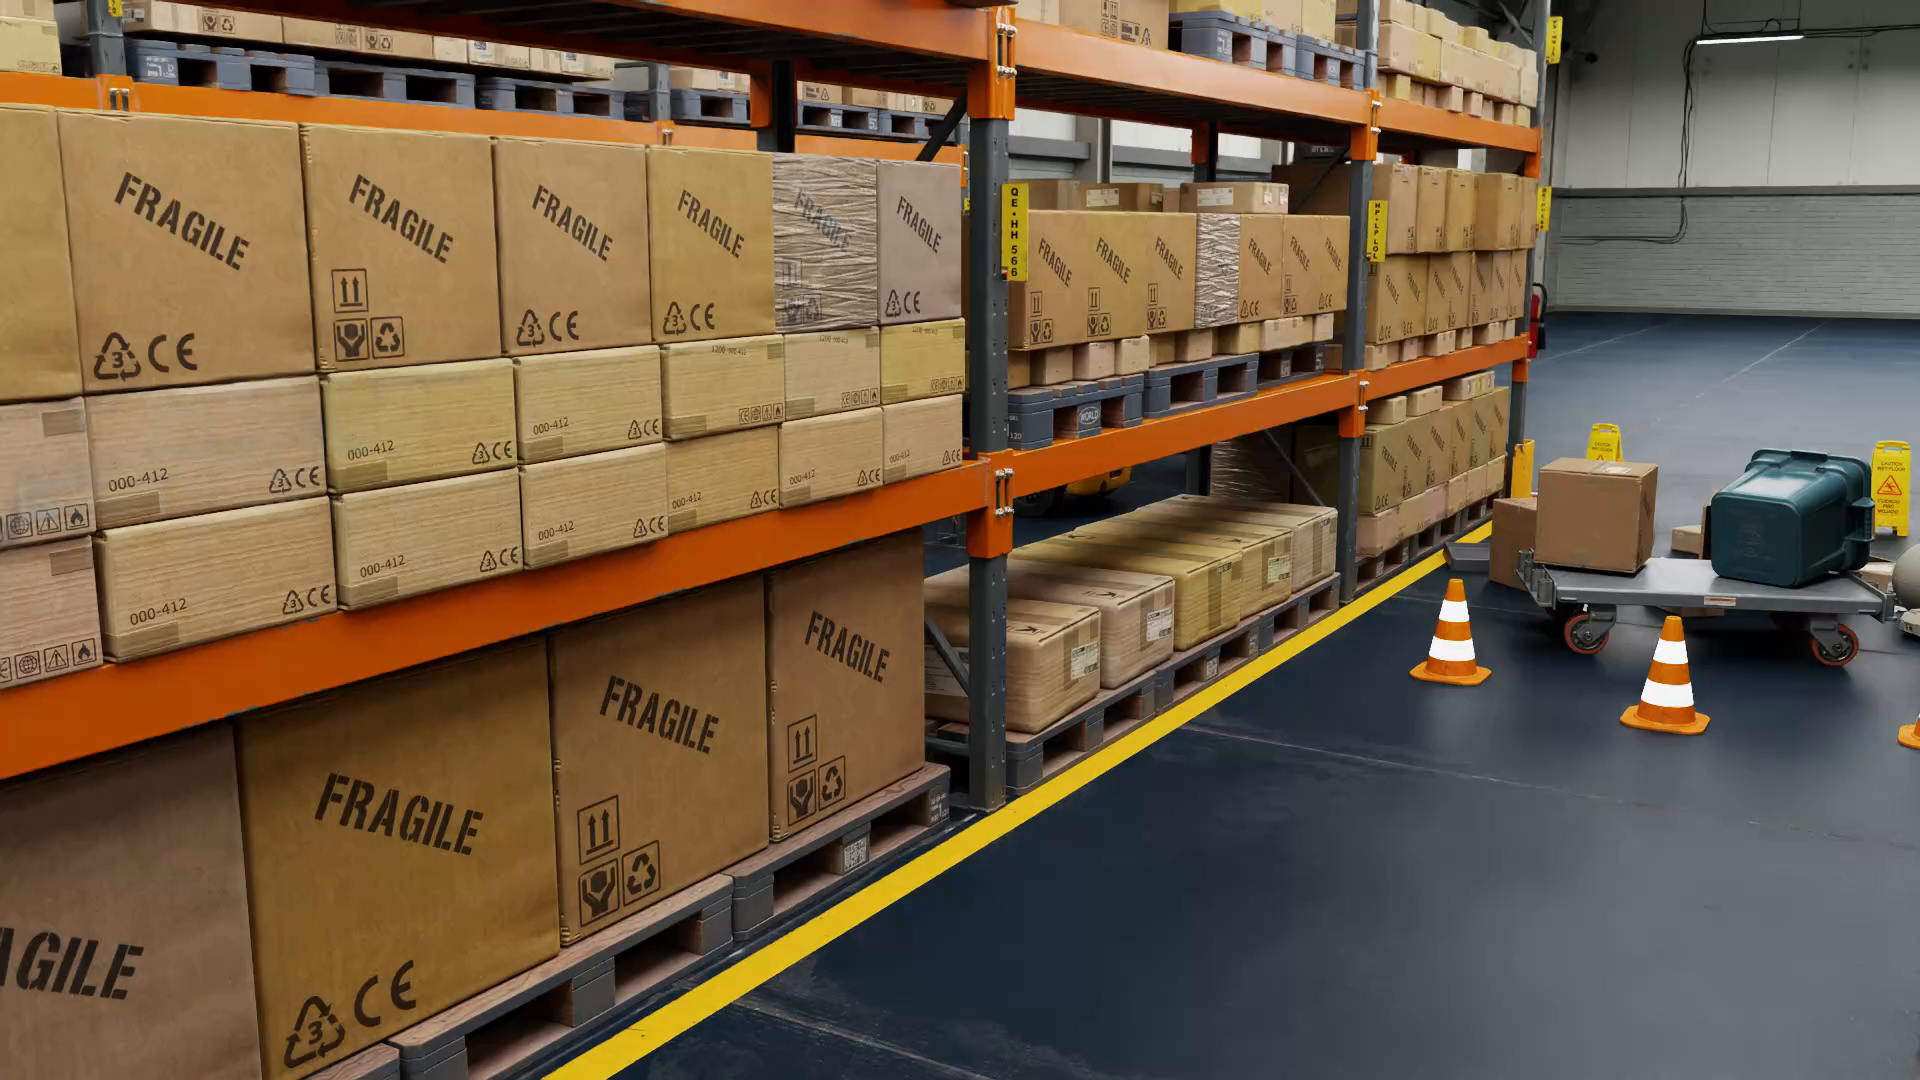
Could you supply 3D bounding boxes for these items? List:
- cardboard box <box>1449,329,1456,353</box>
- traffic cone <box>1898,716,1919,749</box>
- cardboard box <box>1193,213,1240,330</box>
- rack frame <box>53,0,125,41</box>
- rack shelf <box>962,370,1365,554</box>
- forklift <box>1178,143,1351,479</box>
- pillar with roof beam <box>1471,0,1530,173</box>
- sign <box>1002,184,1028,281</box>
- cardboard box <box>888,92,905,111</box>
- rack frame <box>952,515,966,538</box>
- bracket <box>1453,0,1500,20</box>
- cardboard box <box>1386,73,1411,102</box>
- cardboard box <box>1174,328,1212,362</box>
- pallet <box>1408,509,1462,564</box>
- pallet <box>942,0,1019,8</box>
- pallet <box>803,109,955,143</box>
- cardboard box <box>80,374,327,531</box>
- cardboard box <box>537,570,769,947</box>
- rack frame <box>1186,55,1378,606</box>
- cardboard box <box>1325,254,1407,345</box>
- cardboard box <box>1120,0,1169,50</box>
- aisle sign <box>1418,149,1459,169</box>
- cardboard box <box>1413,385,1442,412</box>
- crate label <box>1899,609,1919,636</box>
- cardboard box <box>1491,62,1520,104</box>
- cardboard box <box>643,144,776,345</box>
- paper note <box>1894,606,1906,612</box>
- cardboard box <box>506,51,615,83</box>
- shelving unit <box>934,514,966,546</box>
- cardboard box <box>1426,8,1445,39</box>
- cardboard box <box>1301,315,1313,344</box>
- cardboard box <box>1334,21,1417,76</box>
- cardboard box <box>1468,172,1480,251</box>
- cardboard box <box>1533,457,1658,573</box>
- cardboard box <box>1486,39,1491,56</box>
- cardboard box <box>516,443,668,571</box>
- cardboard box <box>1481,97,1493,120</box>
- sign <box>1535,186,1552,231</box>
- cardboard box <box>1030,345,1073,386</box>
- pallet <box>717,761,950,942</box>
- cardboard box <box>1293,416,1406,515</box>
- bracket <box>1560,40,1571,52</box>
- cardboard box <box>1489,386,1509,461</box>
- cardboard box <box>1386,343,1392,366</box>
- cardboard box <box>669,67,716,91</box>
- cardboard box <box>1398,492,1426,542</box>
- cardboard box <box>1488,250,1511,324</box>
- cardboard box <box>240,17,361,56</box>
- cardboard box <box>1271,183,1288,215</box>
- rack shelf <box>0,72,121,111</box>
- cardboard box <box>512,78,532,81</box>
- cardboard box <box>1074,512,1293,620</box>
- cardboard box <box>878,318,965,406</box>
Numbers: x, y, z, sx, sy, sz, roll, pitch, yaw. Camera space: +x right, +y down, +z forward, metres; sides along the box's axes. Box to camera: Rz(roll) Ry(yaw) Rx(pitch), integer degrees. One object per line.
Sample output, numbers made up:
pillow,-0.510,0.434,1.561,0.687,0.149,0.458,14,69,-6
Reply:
cardboard box,3.004,-1.299,10.836,0.380,0.149,0.250,6,12,30
traffic cone,4.084,0.610,6.853,0.336,0.463,0.334,6,12,31
cardboard box,0.943,-1.227,7.548,0.500,0.500,0.500,6,12,29
rack frame,-4.533,-3.954,8.034,1.000,3.000,0.127,6,12,31
rack shelf,0.749,-0.492,7.802,1.077,0.370,4.000,6,12,31
forklift,2.515,-2.038,14.292,3.031,2.935,1.130,3,11,16
pillar with roof beam,14.628,-8.552,32.594,9.100,9.000,0.548,6,12,31
sign,0.187,-1.048,5.669,0.100,0.325,0.005,6,12,31
cardboard box,-0.682,-3.728,13.931,0.396,0.266,0.258,6,12,31
rack frame,0.036,-0.527,11.330,0.200,1.050,0.008,6,12,31
bracket,9.699,-10.228,31.766,0.076,0.066,4.783,6,12,31
cardboard box,2.345,-2.573,9.490,0.380,0.149,0.250,6,12,31
cardboard box,0.919,-0.897,7.552,0.380,0.149,0.250,7,13,32
pallet,2.739,-0.092,11.284,1.003,0.211,1.213,6,12,31
pallet,-0.578,-1.807,5.229,1.213,0.211,1.003,7,13,33
pallet,-0.769,-3.585,14.458,1.003,0.211,1.213,6,12,31
cardboard box,-1.650,-0.201,3.342,0.500,0.250,0.500,7,12,32
cardboard box,-1.185,0.547,4.928,0.875,0.875,0.875,7,12,31
rack frame,1.788,-1.161,9.416,1.000,3.000,0.127,6,12,31
cardboard box,2.254,-1.398,9.607,0.500,0.500,0.500,6,12,31
cardboard box,0.479,-2.299,7.066,0.797,0.503,0.637,6,12,31
aisle sign,3.632,-3.107,12.748,0.394,0.787,0.004,6,12,31
cardboard box,2.844,-0.907,10.595,0.380,0.149,0.250,7,13,34
crate label,5.049,0.445,8.618,0.298,0.136,0.250,-2,11,-9
cardboard box,3.555,-3.153,11.504,0.500,0.250,0.500,6,12,30
cardboard box,-0.857,-0.807,4.538,0.500,0.500,0.500,6,12,31
paper note,5.212,0.371,9.324,0.155,0.023,0.172,-8,13,-38
cardboard box,-2.624,-3.183,10.898,0.500,0.311,0.500,6,12,29
shelving unit,-0.028,-0.508,11.227,0.215,1.050,0.252,6,12,31
cardboard box,2.644,-3.045,9.846,0.380,0.149,0.250,6,12,30
cardboard box,1.604,-1.096,8.615,0.380,0.149,0.250,6,12,29
cardboard box,2.250,-2.750,9.357,0.500,0.250,0.500,6,12,29
cardboard box,2.962,-2.141,10.857,0.700,0.500,0.500,6,12,30
cardboard box,3.325,-0.139,8.693,0.500,0.500,0.500,6,12,31
cardboard box,3.349,-3.300,11.206,0.380,0.149,0.250,6,12,31
cardboard box,-1.097,-0.111,4.218,0.500,0.250,0.500,6,12,30
cardboard box,3.373,-2.900,11.237,0.380,0.149,0.250,6,12,30
sign,4.328,-2.458,12.341,0.100,0.325,0.005,6,12,31
cardboard box,0.214,-0.689,6.439,0.380,0.149,0.250,6,12,27
pallet,-0.763,0.956,5.689,1.003,0.211,1.213,6,12,31
cardboard box,2.325,-0.451,9.920,0.500,0.500,0.500,7,13,33
bracket,14.152,-11.577,38.971,0.235,0.232,0.430,6,12,31
cardboard box,3.671,-0.862,12.116,0.500,0.500,0.500,6,12,31
cardboard box,2.312,-1.101,9.779,0.380,0.149,0.250,7,13,32
cardboard box,-1.964,-3.282,11.867,0.380,0.149,0.250,7,13,32
cardboard box,2.592,-0.167,10.443,0.500,0.250,0.500,7,13,34
cardboard box,3.554,-1.795,11.725,0.500,0.500,0.500,6,12,31
cardboard box,-3.772,-2.964,9.212,0.700,0.500,0.500,6,12,30
cardboard box,1.394,-1.677,8.193,0.380,0.149,0.250,6,12,29
rack shelf,-5.572,-1.811,6.696,1.077,0.370,4.000,6,12,31
cardboard box,-3.065,-3.126,11.033,0.380,0.149,0.250,6,12,31
cardboard box,1.147,0.121,8.572,0.950,0.372,0.625,7,13,34
cardboard box,-0.323,-0.603,5.487,0.500,0.250,0.500,6,12,30
